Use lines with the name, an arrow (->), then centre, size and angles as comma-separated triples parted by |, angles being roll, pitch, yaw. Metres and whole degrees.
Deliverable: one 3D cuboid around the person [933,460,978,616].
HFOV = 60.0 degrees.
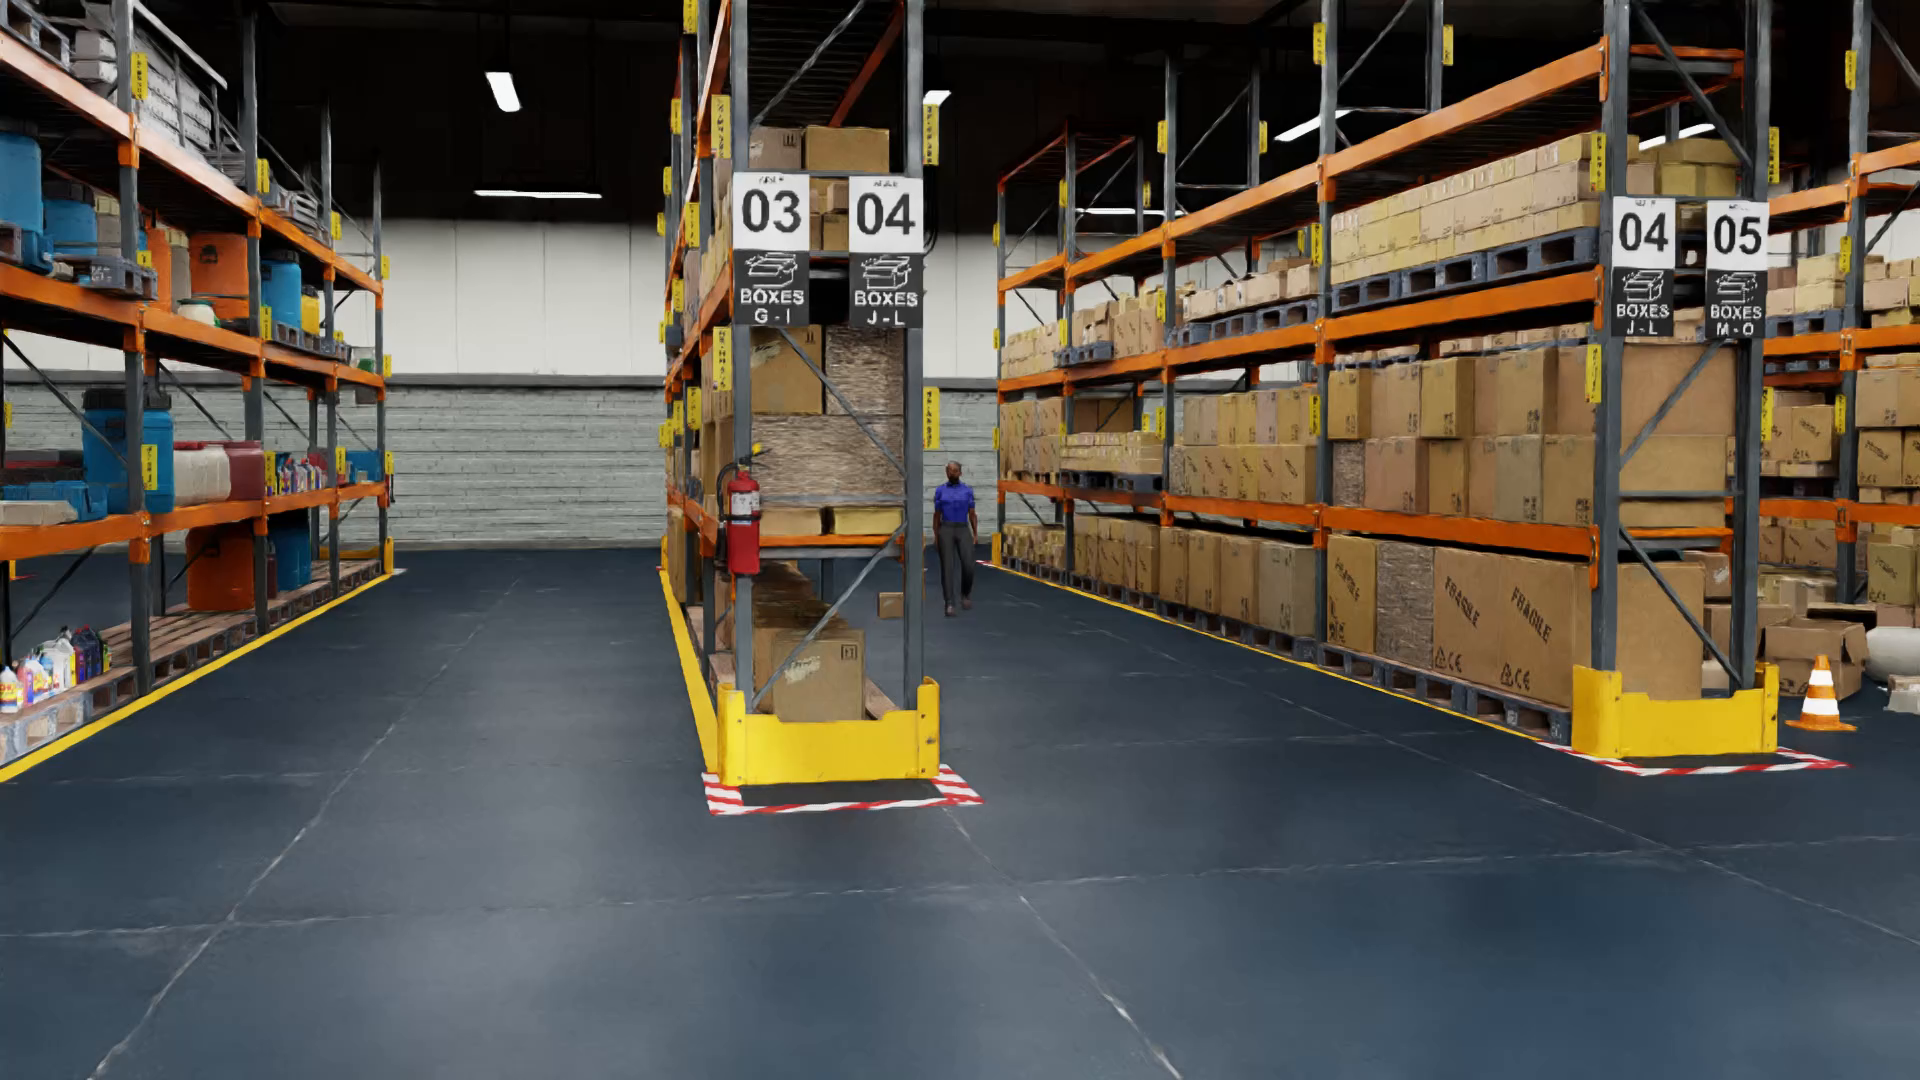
person -> -0.048, -0.036, 17.859 | 0.482, 1.654, 0.649 | 0, 3, -1
